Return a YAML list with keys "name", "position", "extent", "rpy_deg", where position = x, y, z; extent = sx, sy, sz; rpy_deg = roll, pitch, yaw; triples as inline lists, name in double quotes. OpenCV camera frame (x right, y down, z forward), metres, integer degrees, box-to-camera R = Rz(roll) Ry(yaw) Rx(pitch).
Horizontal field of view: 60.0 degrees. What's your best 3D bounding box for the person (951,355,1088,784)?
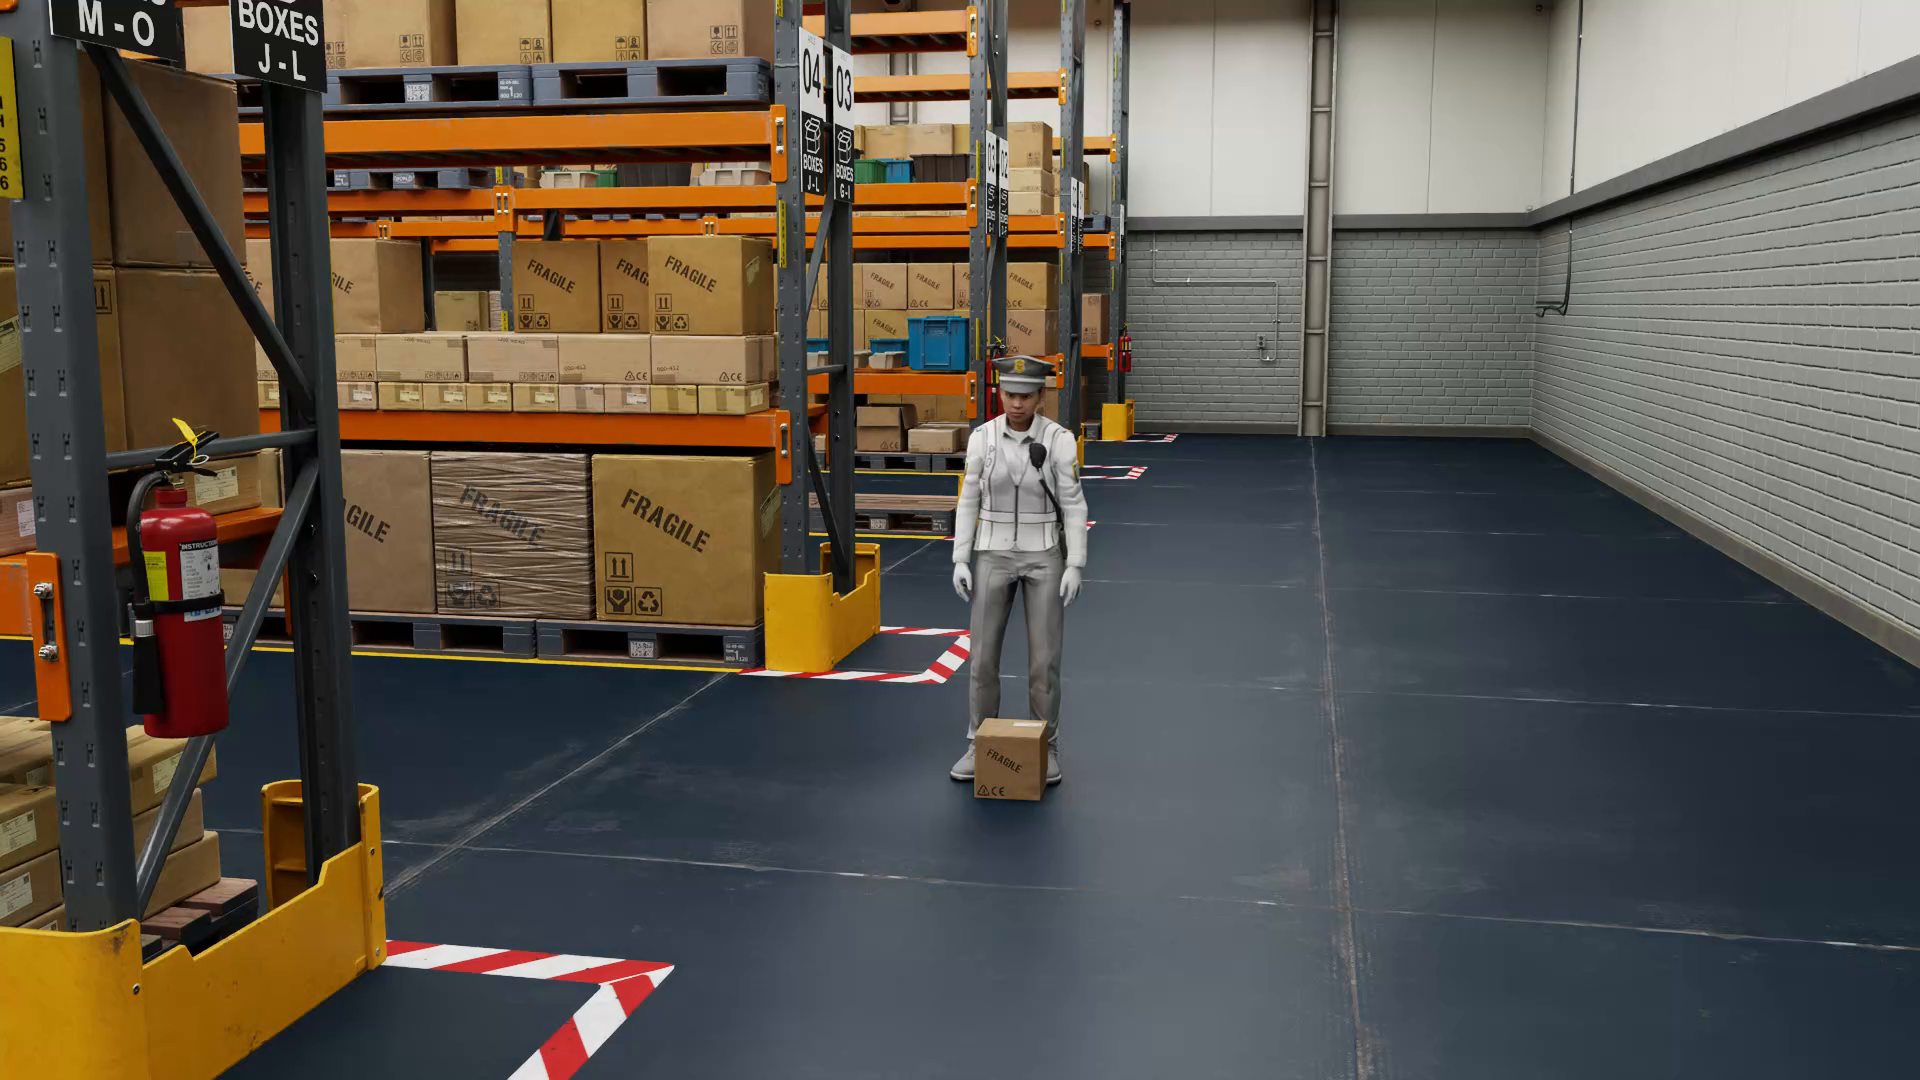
- name: "person"
  position: [0.234, 0.110, 6.530]
  extent: [0.529, 1.664, 0.371]
  rpy_deg: [2, 8, 12]
